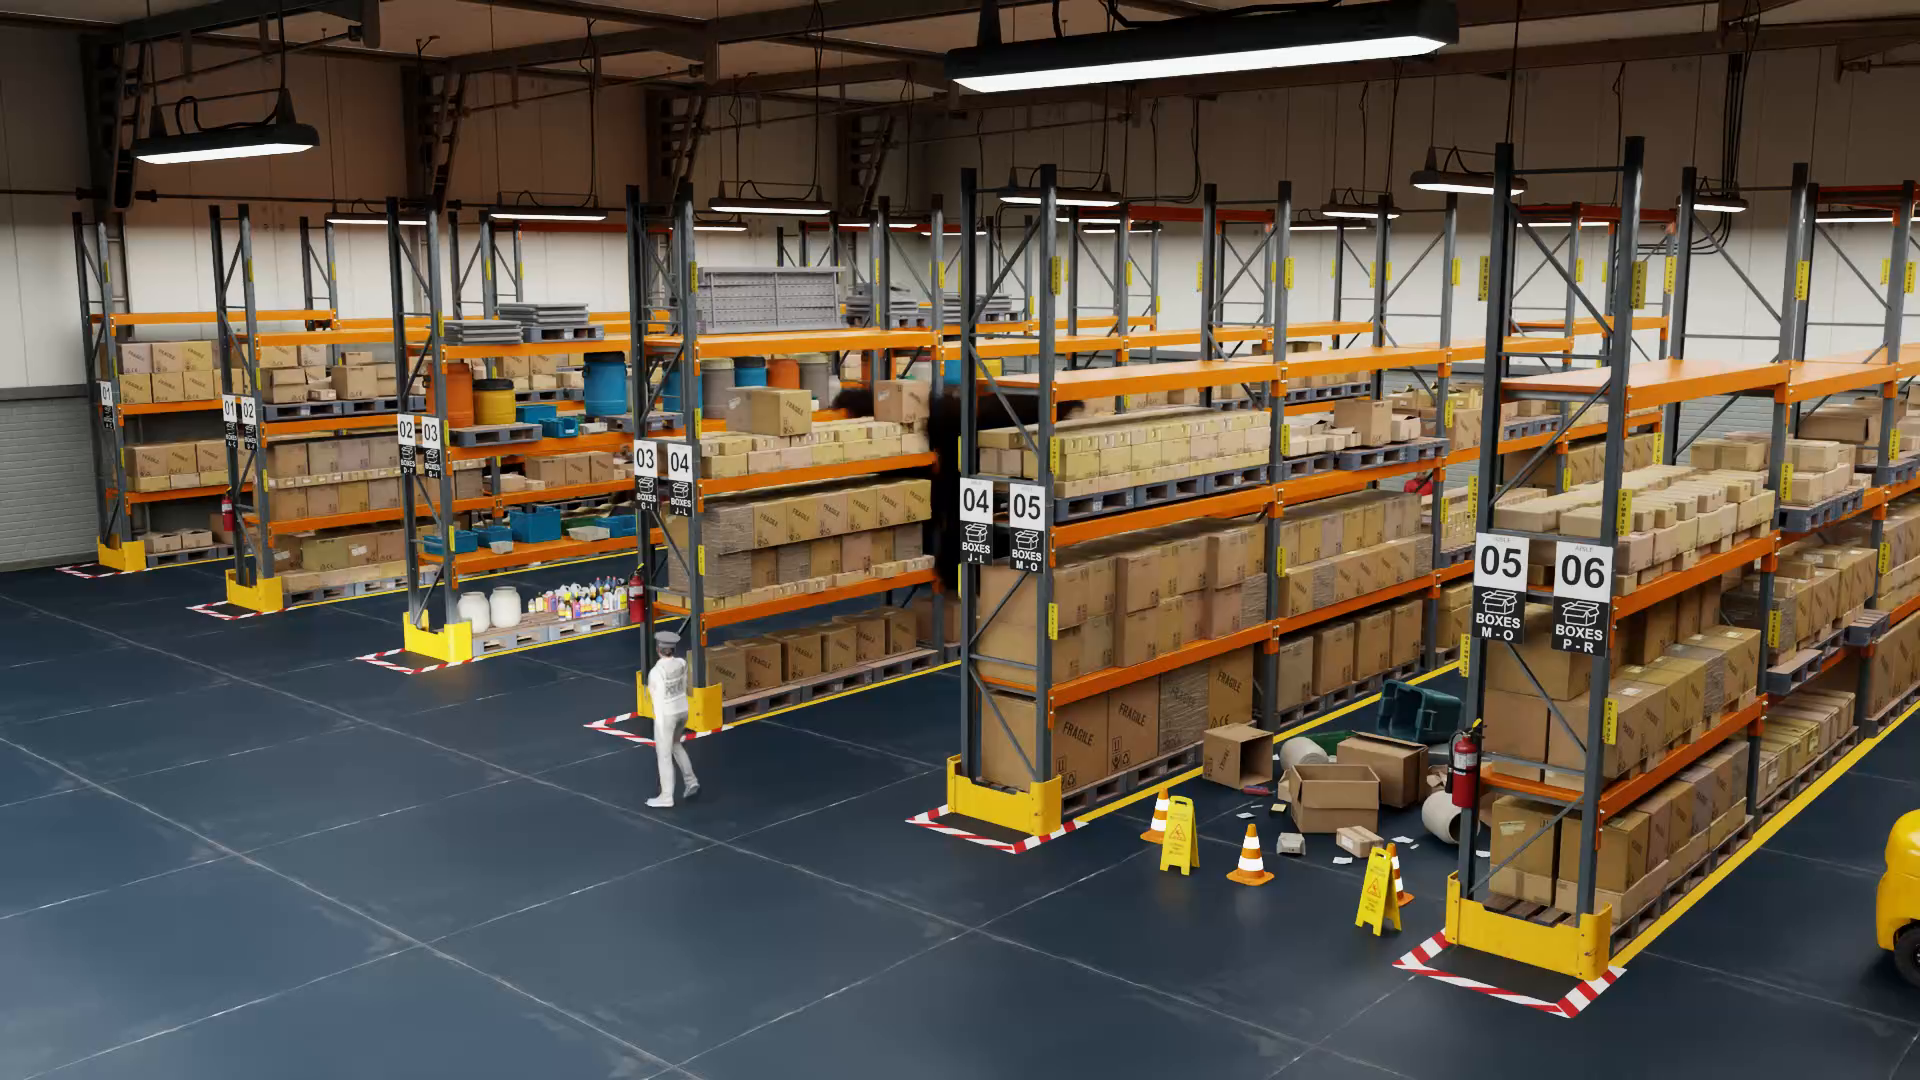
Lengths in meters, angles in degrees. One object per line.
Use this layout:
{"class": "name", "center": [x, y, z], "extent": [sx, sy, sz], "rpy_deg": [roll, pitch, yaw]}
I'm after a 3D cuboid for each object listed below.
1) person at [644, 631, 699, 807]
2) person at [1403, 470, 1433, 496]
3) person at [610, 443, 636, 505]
{"class": "person", "center": [-2.772, 1.712, 15.937], "extent": [0.389, 1.692, 0.511], "rpy_deg": [5, 11, 28]}
{"class": "person", "center": [7.850, -0.404, 28.440], "extent": [0.555, 1.739, 0.448], "rpy_deg": [-1, 10, -8]}
{"class": "person", "center": [-6.535, -1.049, 32.555], "extent": [0.793, 1.812, 0.936], "rpy_deg": [8, 13, 41]}
